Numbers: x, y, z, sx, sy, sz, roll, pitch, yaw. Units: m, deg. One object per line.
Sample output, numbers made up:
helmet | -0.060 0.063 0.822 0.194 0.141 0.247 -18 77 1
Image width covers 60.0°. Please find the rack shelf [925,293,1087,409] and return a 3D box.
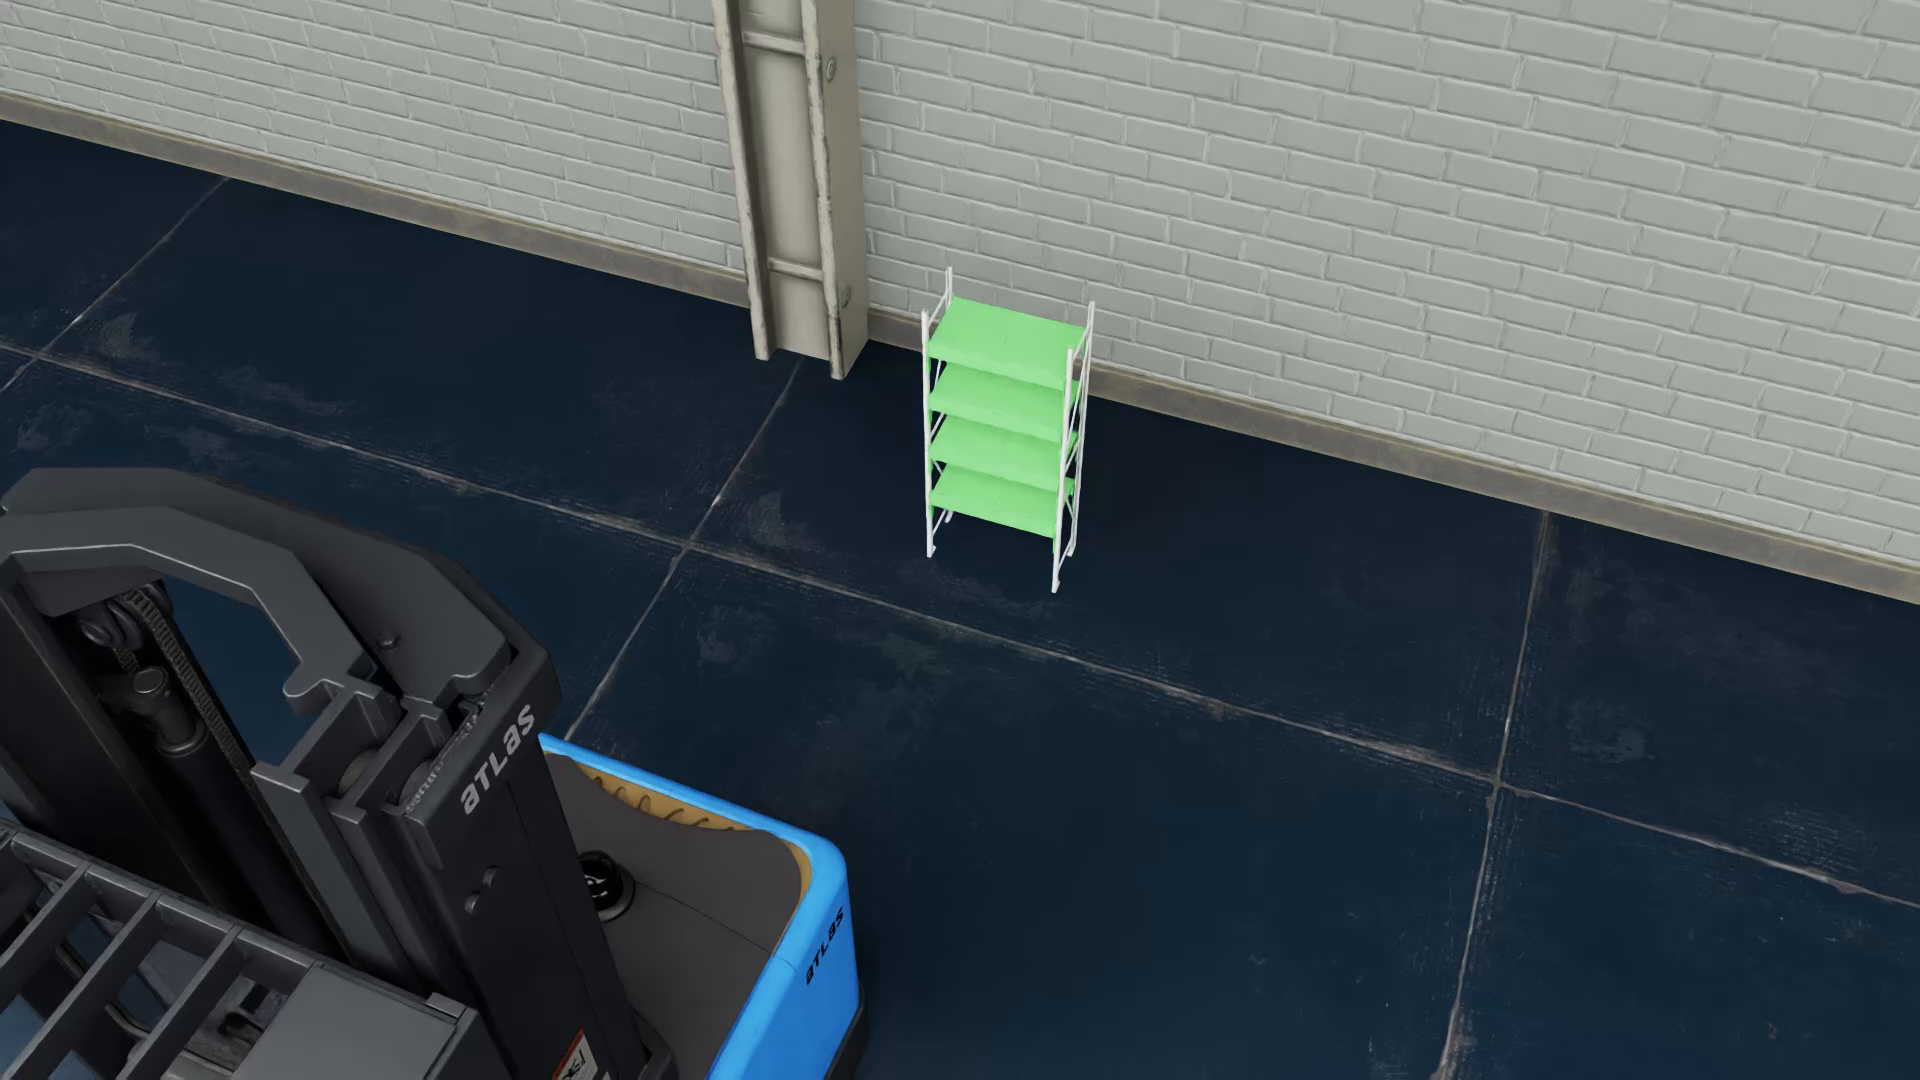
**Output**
rack shelf | 0.155 -0.622 5.445 0.480 0.148 0.258 16 51 13

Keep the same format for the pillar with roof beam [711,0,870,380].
pillar with roof beam | -2.104 -0.710 0.910 0.400 9.000 9.100 16 51 13

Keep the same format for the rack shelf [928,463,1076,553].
rack shelf | 0.155 -0.151 5.989 0.480 0.148 0.258 16 51 13

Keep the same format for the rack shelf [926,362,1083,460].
rack shelf | 0.155 -0.465 5.626 0.480 0.148 0.258 16 51 13

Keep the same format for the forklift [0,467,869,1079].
forklift | -1.305 1.400 3.097 1.130 2.935 3.031 18 51 15

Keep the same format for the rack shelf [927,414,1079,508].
rack shelf | 0.155 -0.308 5.807 0.480 0.148 0.258 16 51 13

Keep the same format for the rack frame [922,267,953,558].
rack frame | -0.074 -0.414 5.814 0.015 1.200 0.240 16 51 13

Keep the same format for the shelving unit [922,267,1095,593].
shelving unit | 0.155 -0.350 5.759 0.503 1.200 0.258 16 51 13

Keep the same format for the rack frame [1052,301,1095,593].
rack frame | 0.384 -0.286 5.704 0.015 1.200 0.240 16 51 13
